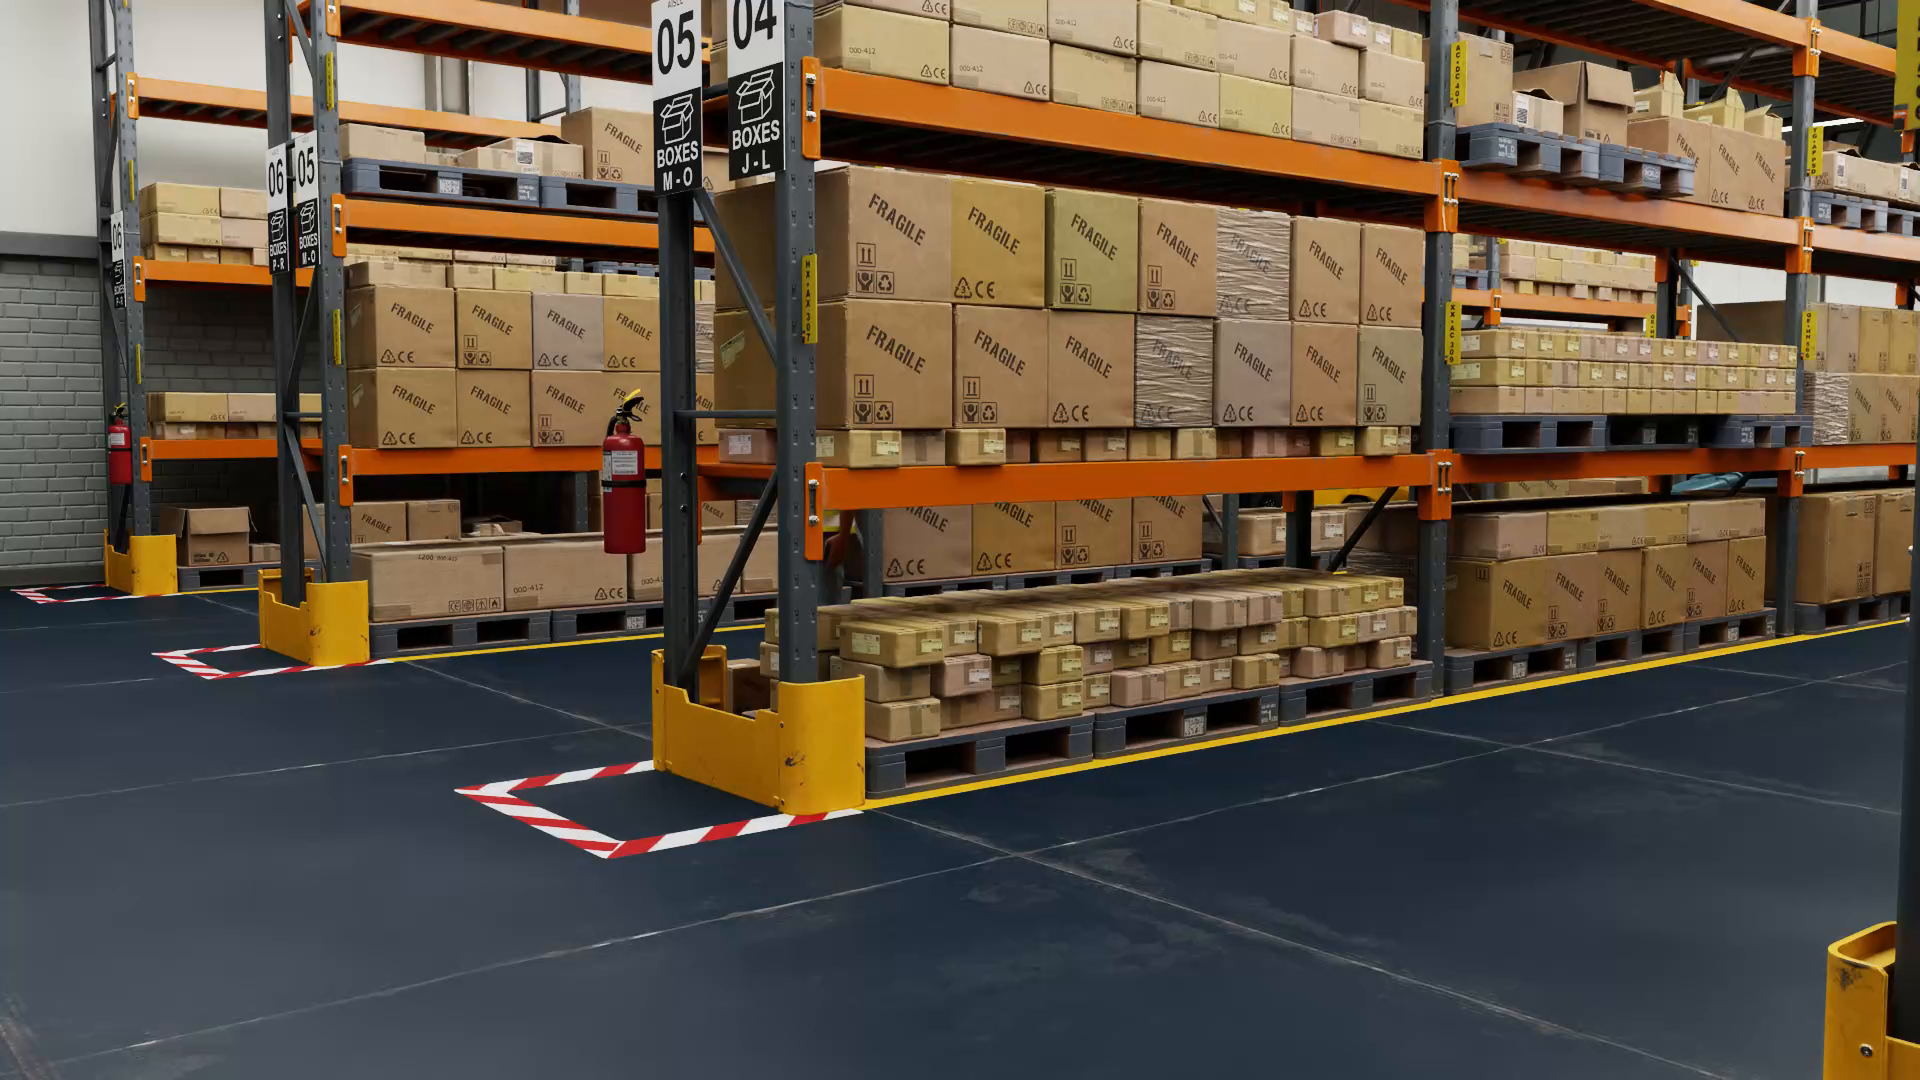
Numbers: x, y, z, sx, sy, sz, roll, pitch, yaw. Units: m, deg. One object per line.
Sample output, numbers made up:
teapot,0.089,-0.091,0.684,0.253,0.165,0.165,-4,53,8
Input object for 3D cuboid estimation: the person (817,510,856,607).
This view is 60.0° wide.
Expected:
person,-0.735,-0.025,8.696,0.366,1.762,0.566,-3,6,-39
